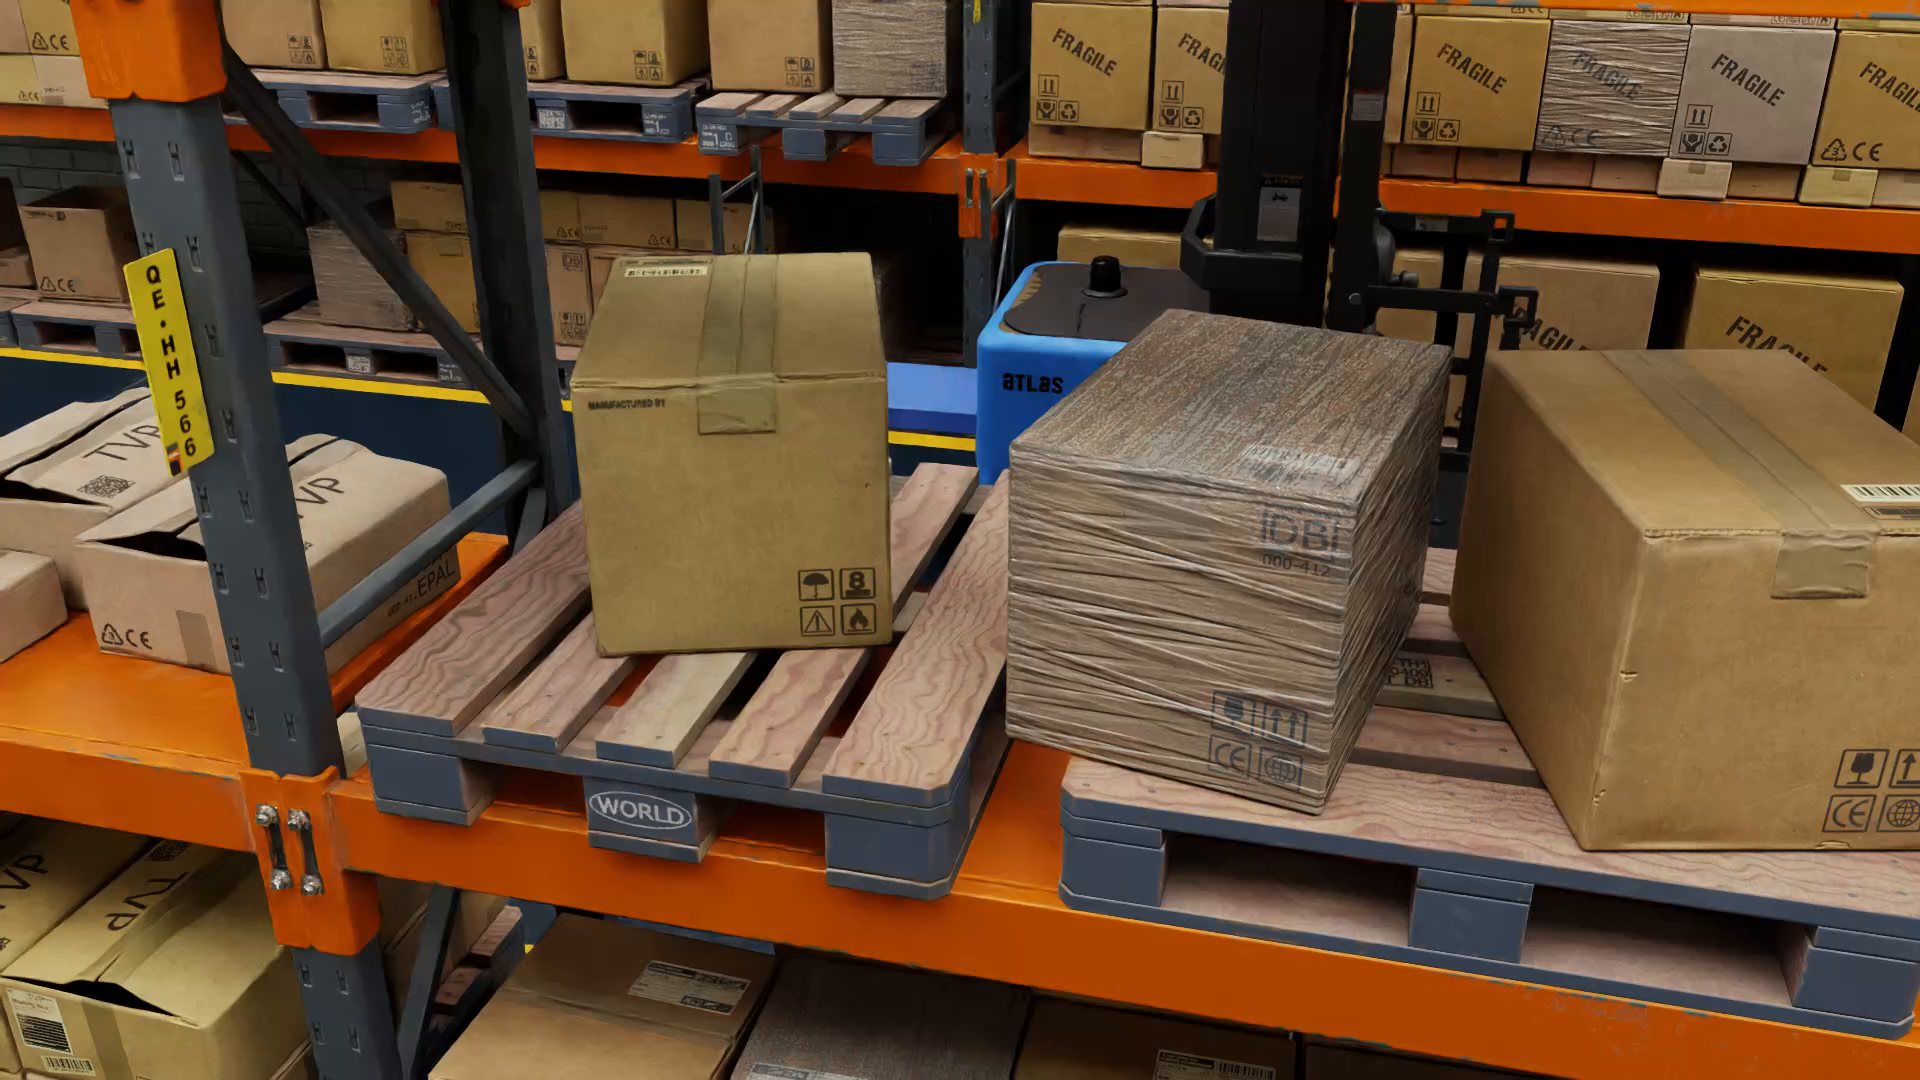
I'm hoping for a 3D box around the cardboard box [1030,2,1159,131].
[{"bbox_3d":[0.604,-2.062,7.106,0.500,0.500,0.500,7,26,15],"label":"cardboard box"}]

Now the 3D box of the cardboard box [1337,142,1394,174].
[{"bbox_3d":[1.712,-1.670,7.037,0.250,0.149,0.380,7,26,14],"label":"cardboard box"}]

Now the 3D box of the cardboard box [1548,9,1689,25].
[{"bbox_3d":[2.569,-2.188,6.498,0.500,0.250,0.500,7,26,14],"label":"cardboard box"}]

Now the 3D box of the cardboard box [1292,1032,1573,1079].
[{"bbox_3d":[0.942,1.072,3.405,0.500,0.500,0.500,5,26,11],"label":"cardboard box"}]

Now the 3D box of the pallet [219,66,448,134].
[{"bbox_3d":[-2.973,-2.231,8.170,1.213,0.211,1.003,6,26,13],"label":"pallet"}]

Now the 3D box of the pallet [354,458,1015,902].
[{"bbox_3d":[-0.359,0.161,3.146,1.003,0.211,1.213,6,26,13],"label":"pallet"}]

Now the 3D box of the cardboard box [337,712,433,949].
[{"bbox_3d":[-1.467,0.651,3.951,0.500,0.311,0.500,7,26,15],"label":"cardboard box"}]

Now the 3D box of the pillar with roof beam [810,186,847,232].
[{"bbox_3d":[-1.918,-3.448,3.524,0.400,9.000,9.100,6,26,13],"label":"pillar with roof beam"}]

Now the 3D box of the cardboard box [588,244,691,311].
[{"bbox_3d":[-1.471,-1.302,8.392,0.500,0.500,0.700,6,26,13],"label":"cardboard box"}]

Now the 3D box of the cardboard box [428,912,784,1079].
[{"bbox_3d":[-0.663,1.128,3.287,0.500,0.500,0.500,7,26,15],"label":"cardboard box"}]

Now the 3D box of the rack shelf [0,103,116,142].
[{"bbox_3d":[-5.614,-2.350,9.033,4.000,0.370,1.077,6,26,13],"label":"rack shelf"}]

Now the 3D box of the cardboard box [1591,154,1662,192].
[{"bbox_3d":[2.693,-1.539,6.762,0.250,0.149,0.380,6,26,13],"label":"cardboard box"}]

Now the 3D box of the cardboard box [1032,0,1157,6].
[{"bbox_3d":[0.601,-2.400,6.944,0.500,0.250,0.500,7,26,14],"label":"cardboard box"}]

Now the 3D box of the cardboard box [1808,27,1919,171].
[{"bbox_3d":[3.562,-1.737,6.423,0.500,0.500,0.500,6,26,12],"label":"cardboard box"}]

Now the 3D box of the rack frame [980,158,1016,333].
[{"bbox_3d":[0.143,-0.662,6.396,0.032,1.500,0.500,6,26,11],"label":"rack frame"}]

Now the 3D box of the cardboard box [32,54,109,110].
[{"bbox_3d":[-4.211,-2.326,8.298,0.500,0.250,0.500,6,26,13],"label":"cardboard box"}]

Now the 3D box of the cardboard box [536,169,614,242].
[{"bbox_3d":[-2.027,-1.697,8.349,0.500,0.250,0.500,6,26,11],"label":"cardboard box"}]

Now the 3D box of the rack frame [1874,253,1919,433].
[{"bbox_3d":[4.071,-1.604,6.629,0.127,3.000,1.000,6,26,13],"label":"rack frame"}]

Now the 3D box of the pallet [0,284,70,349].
[{"bbox_3d":[-5.521,-1.388,9.420,1.213,0.211,1.003,6,26,13],"label":"pallet"}]

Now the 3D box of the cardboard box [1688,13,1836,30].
[{"bbox_3d":[3.063,-2.133,6.383,0.500,0.250,0.500,7,26,14],"label":"cardboard box"}]

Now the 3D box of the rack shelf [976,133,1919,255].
[{"bbox_3d":[2.134,-1.493,7.234,4.000,0.370,1.077,6,26,13],"label":"rack shelf"}]

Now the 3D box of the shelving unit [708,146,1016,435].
[{"bbox_3d":[-0.353,-0.710,6.497,1.048,1.500,0.538,6,26,11],"label":"shelving unit"}]

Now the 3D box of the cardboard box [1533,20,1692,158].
[{"bbox_3d":[2.581,-1.845,6.649,0.500,0.500,0.500,6,26,13],"label":"cardboard box"}]

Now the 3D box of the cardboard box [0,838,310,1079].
[{"bbox_3d":[-1.601,0.876,3.479,0.500,0.311,0.500,7,26,14],"label":"cardboard box"}]

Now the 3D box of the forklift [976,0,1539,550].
[{"bbox_3d":[1.618,-1.127,5.707,3.031,2.935,1.130,6,26,11],"label":"forklift"}]

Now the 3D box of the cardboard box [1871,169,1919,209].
[{"bbox_3d":[3.673,-1.418,6.508,0.250,0.149,0.380,7,26,13],"label":"cardboard box"}]

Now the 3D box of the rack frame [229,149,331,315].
[{"bbox_3d":[-3.677,-2.460,8.428,0.127,3.000,1.000,6,26,13],"label":"rack frame"}]

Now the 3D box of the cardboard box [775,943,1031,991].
[{"bbox_3d":[-0.068,0.963,3.634,0.500,0.500,0.500,7,26,15],"label":"cardboard box"}]

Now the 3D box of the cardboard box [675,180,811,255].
[{"bbox_3d":[-1.049,-1.583,8.110,0.500,0.250,0.500,7,26,14],"label":"cardboard box"}]

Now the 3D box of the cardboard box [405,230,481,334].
[{"bbox_3d":[-2.447,-1.424,8.648,0.500,0.500,0.700,6,26,12],"label":"cardboard box"}]

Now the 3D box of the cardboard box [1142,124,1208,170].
[{"bbox_3d":[0.937,-1.702,7.104,0.250,0.149,0.380,7,26,15],"label":"cardboard box"}]

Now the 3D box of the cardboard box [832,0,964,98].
[{"bbox_3d":[-0.260,-2.322,7.510,0.500,0.500,0.700,3,26,7],"label":"cardboard box"}]

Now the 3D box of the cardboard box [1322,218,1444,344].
[{"bbox_3d":[1.724,-1.021,7.418,0.750,0.750,0.750,6,26,13],"label":"cardboard box"}]

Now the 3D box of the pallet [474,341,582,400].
[{"bbox_3d":[-1.737,-0.989,8.581,1.213,0.211,1.003,6,26,13],"label":"pallet"}]

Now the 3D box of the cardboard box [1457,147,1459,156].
[{"bbox_3d":[2.306,-1.786,7.281,0.250,0.149,0.380,6,26,12],"label":"cardboard box"}]

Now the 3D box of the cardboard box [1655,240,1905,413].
[{"bbox_3d":[3.410,-0.838,7.034,0.750,0.750,0.750,7,26,14],"label":"cardboard box"}]

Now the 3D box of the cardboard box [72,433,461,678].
[{"bbox_3d":[-1.374,0.014,3.335,0.500,0.311,0.500,8,27,16],"label":"cardboard box"}]

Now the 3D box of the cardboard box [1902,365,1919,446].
[{"bbox_3d":[1.756,0.033,2.586,0.500,0.500,0.700,11,27,21],"label":"cardboard box"}]

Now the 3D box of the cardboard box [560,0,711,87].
[{"bbox_3d":[-1.472,-2.446,7.770,0.500,0.500,0.700,6,26,13],"label":"cardboard box"}]

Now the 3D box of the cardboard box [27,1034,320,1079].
[{"bbox_3d":[-1.603,1.128,3.602,0.500,0.250,0.500,7,26,14],"label":"cardboard box"}]

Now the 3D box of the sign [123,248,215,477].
[{"bbox_3d":[-1.168,-0.261,2.461,0.005,0.325,0.100,6,26,13],"label":"sign"}]

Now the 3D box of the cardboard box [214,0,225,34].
[{"bbox_3d":[-4.080,-2.878,8.583,0.500,0.500,0.500,6,26,12],"label":"cardboard box"}]

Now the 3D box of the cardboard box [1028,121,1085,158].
[{"bbox_3d":[0.459,-1.796,7.302,0.250,0.149,0.380,6,26,12],"label":"cardboard box"}]

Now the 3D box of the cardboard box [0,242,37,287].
[{"bbox_3d":[-5.221,-1.551,9.324,0.250,0.149,0.380,4,26,9],"label":"cardboard box"}]

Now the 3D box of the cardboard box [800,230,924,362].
[{"bbox_3d":[-0.513,-1.158,8.088,0.500,0.500,0.700,7,26,14],"label":"cardboard box"}]

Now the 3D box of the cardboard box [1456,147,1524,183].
[{"bbox_3d":[2.200,-1.605,6.901,0.250,0.149,0.380,7,26,15],"label":"cardboard box"}]

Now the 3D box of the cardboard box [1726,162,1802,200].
[{"bbox_3d":[3.184,-1.482,6.641,0.250,0.149,0.380,7,26,15],"label":"cardboard box"}]

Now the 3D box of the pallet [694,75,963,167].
[{"bbox_3d":[-0.519,-1.977,7.637,1.003,0.211,1.213,6,26,13],"label":"pallet"}]

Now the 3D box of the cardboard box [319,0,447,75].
[{"bbox_3d":[-2.653,-2.573,8.036,0.500,0.500,0.700,9,27,18],"label":"cardboard box"}]

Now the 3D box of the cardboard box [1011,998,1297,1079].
[{"bbox_3d":[0.330,1.238,3.057,0.500,0.500,0.500,6,26,12],"label":"cardboard box"}]

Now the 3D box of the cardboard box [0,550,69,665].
[{"bbox_3d":[-1.973,0.163,3.211,0.250,0.149,0.380,6,26,13],"label":"cardboard box"}]

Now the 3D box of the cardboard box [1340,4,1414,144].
[{"bbox_3d":[1.589,-1.949,6.868,0.500,0.500,0.500,6,26,13],"label":"cardboard box"}]

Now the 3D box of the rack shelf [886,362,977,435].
[{"bbox_3d":[-0.353,-0.548,6.575,1.000,0.185,0.538,6,26,11],"label":"rack shelf"}]

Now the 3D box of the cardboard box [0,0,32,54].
[{"bbox_3d":[-4.696,-2.713,8.238,0.500,0.500,0.500,6,26,13],"label":"cardboard box"}]

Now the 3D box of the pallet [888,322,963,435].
[{"bbox_3d":[-0.559,-0.857,8.305,1.213,0.211,1.003,6,26,13],"label":"pallet"}]

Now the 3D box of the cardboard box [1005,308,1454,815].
[{"bbox_3d":[0.444,-0.006,2.669,0.500,0.500,0.700,11,28,23],"label":"cardboard box"}]

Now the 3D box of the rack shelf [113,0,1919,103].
[{"bbox_3d":[0.904,-0.785,2.256,4.000,0.370,1.077,6,26,13],"label":"rack shelf"}]
